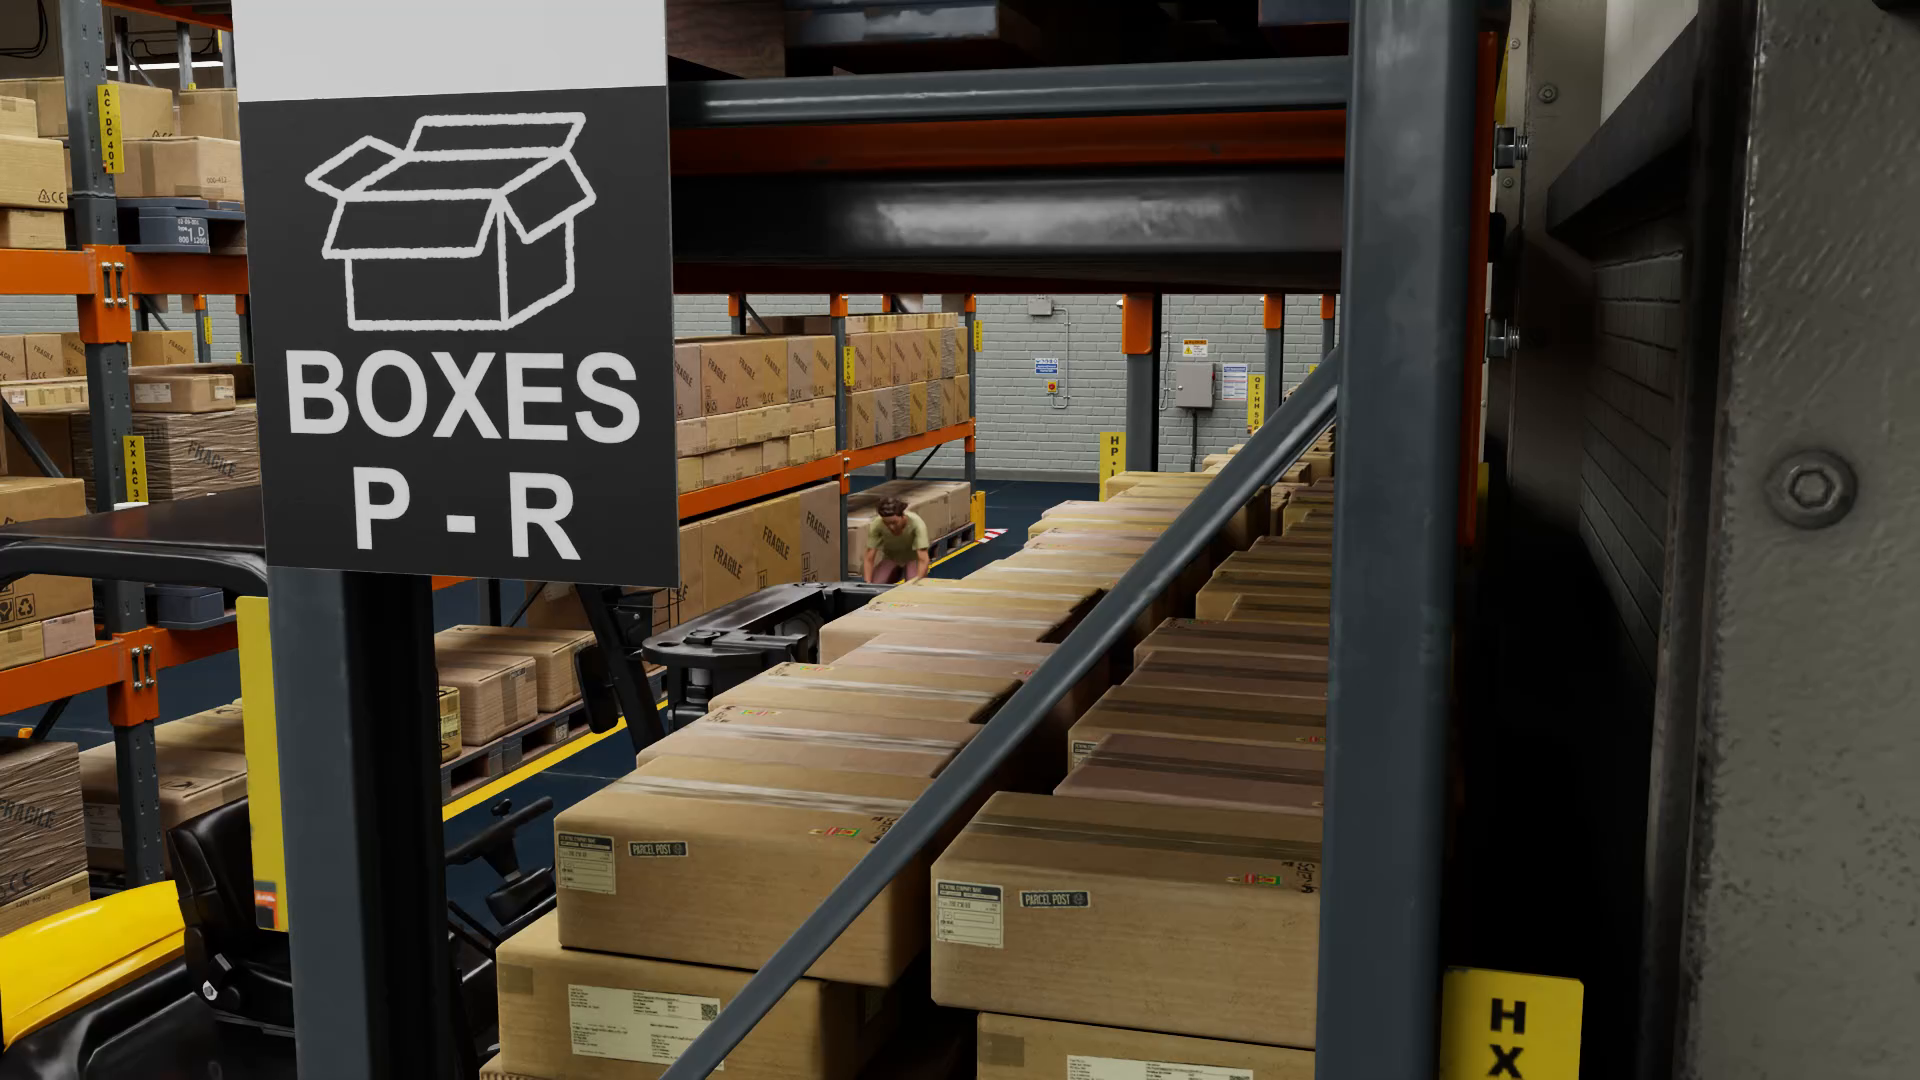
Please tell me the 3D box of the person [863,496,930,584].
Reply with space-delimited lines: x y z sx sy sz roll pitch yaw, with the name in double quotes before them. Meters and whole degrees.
"person" -0.437 0.233 12.444 0.506 1.187 0.730 2 9 16
